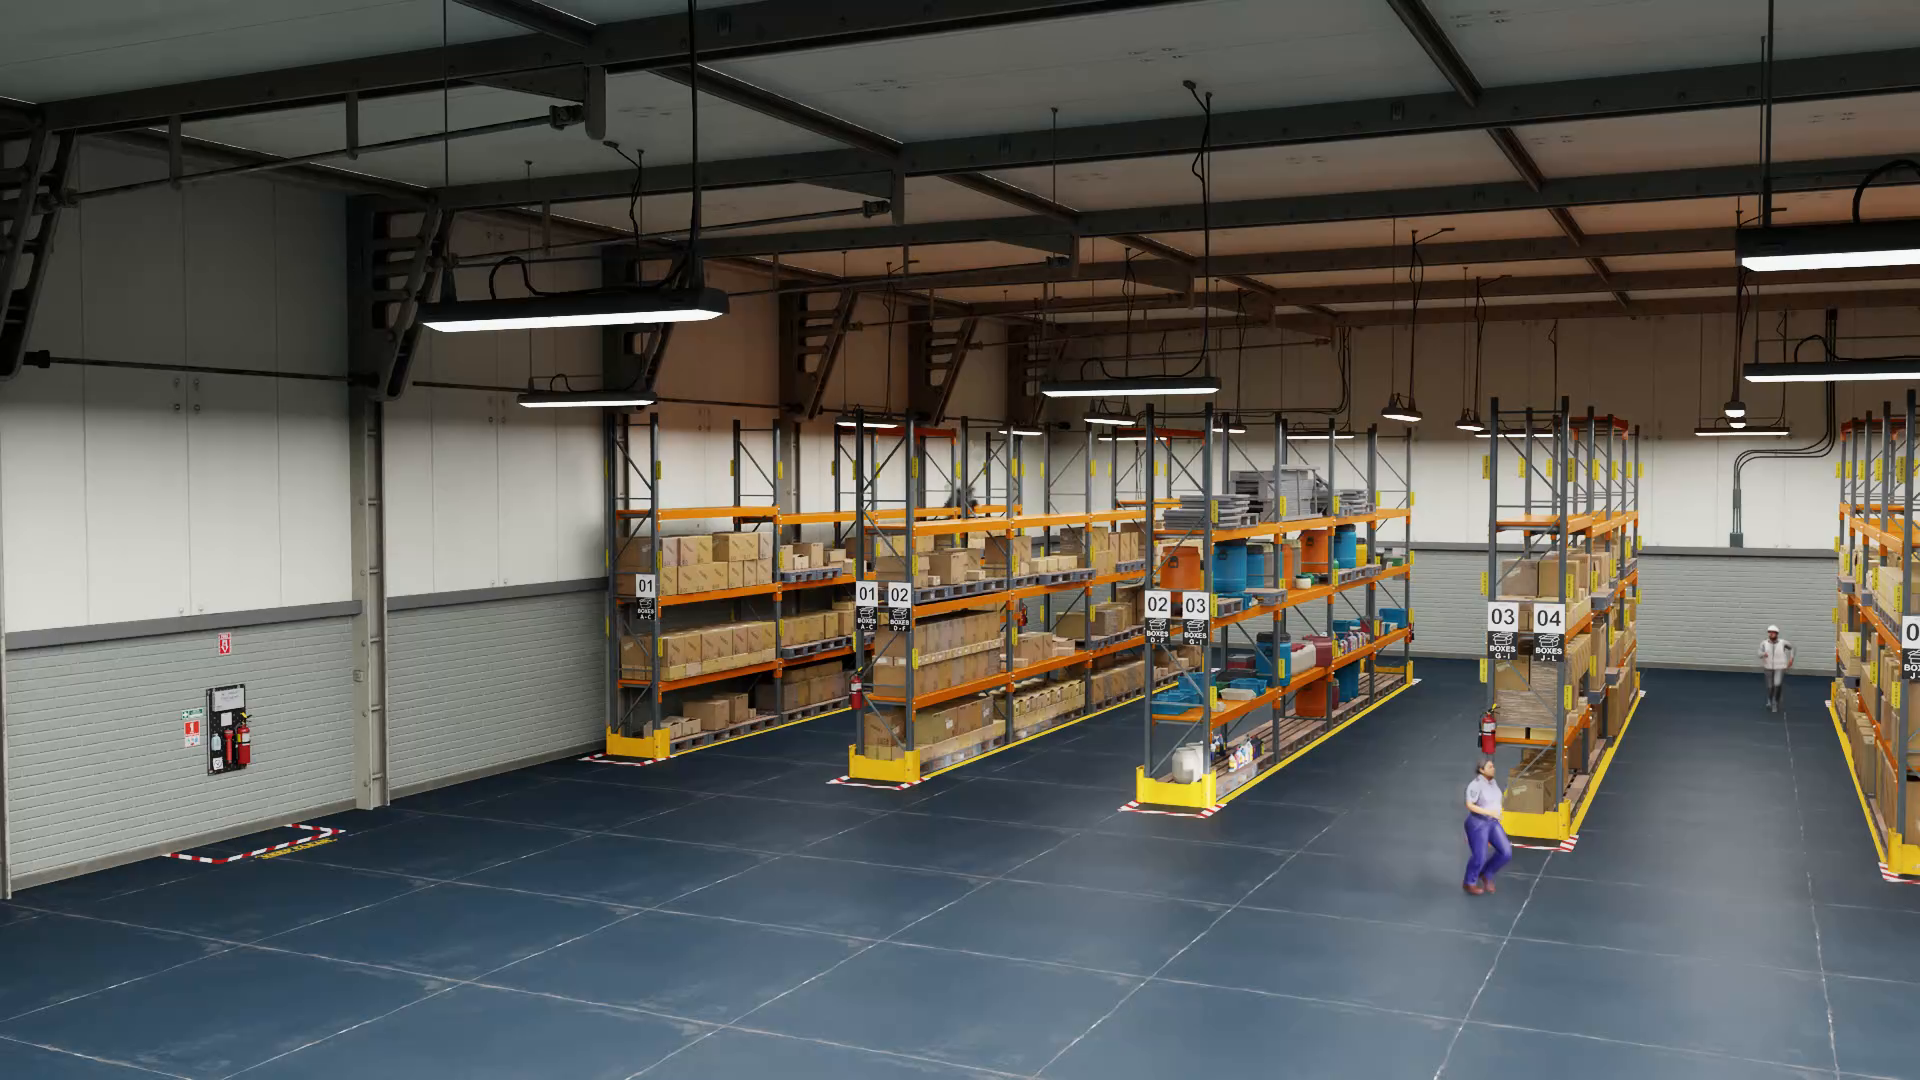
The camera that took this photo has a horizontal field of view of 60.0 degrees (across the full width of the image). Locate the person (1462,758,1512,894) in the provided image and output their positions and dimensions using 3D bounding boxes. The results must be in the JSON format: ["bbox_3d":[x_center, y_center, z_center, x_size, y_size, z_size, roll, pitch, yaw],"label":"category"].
[{"bbox_3d":[6.177,3.371,19.518,0.599,1.622,0.622,-2,3,-33],"label":"person"}]

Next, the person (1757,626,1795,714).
[{"bbox_3d":[16.879,2.673,34.433,0.665,1.810,0.882,2,3,38],"label":"person"}]
